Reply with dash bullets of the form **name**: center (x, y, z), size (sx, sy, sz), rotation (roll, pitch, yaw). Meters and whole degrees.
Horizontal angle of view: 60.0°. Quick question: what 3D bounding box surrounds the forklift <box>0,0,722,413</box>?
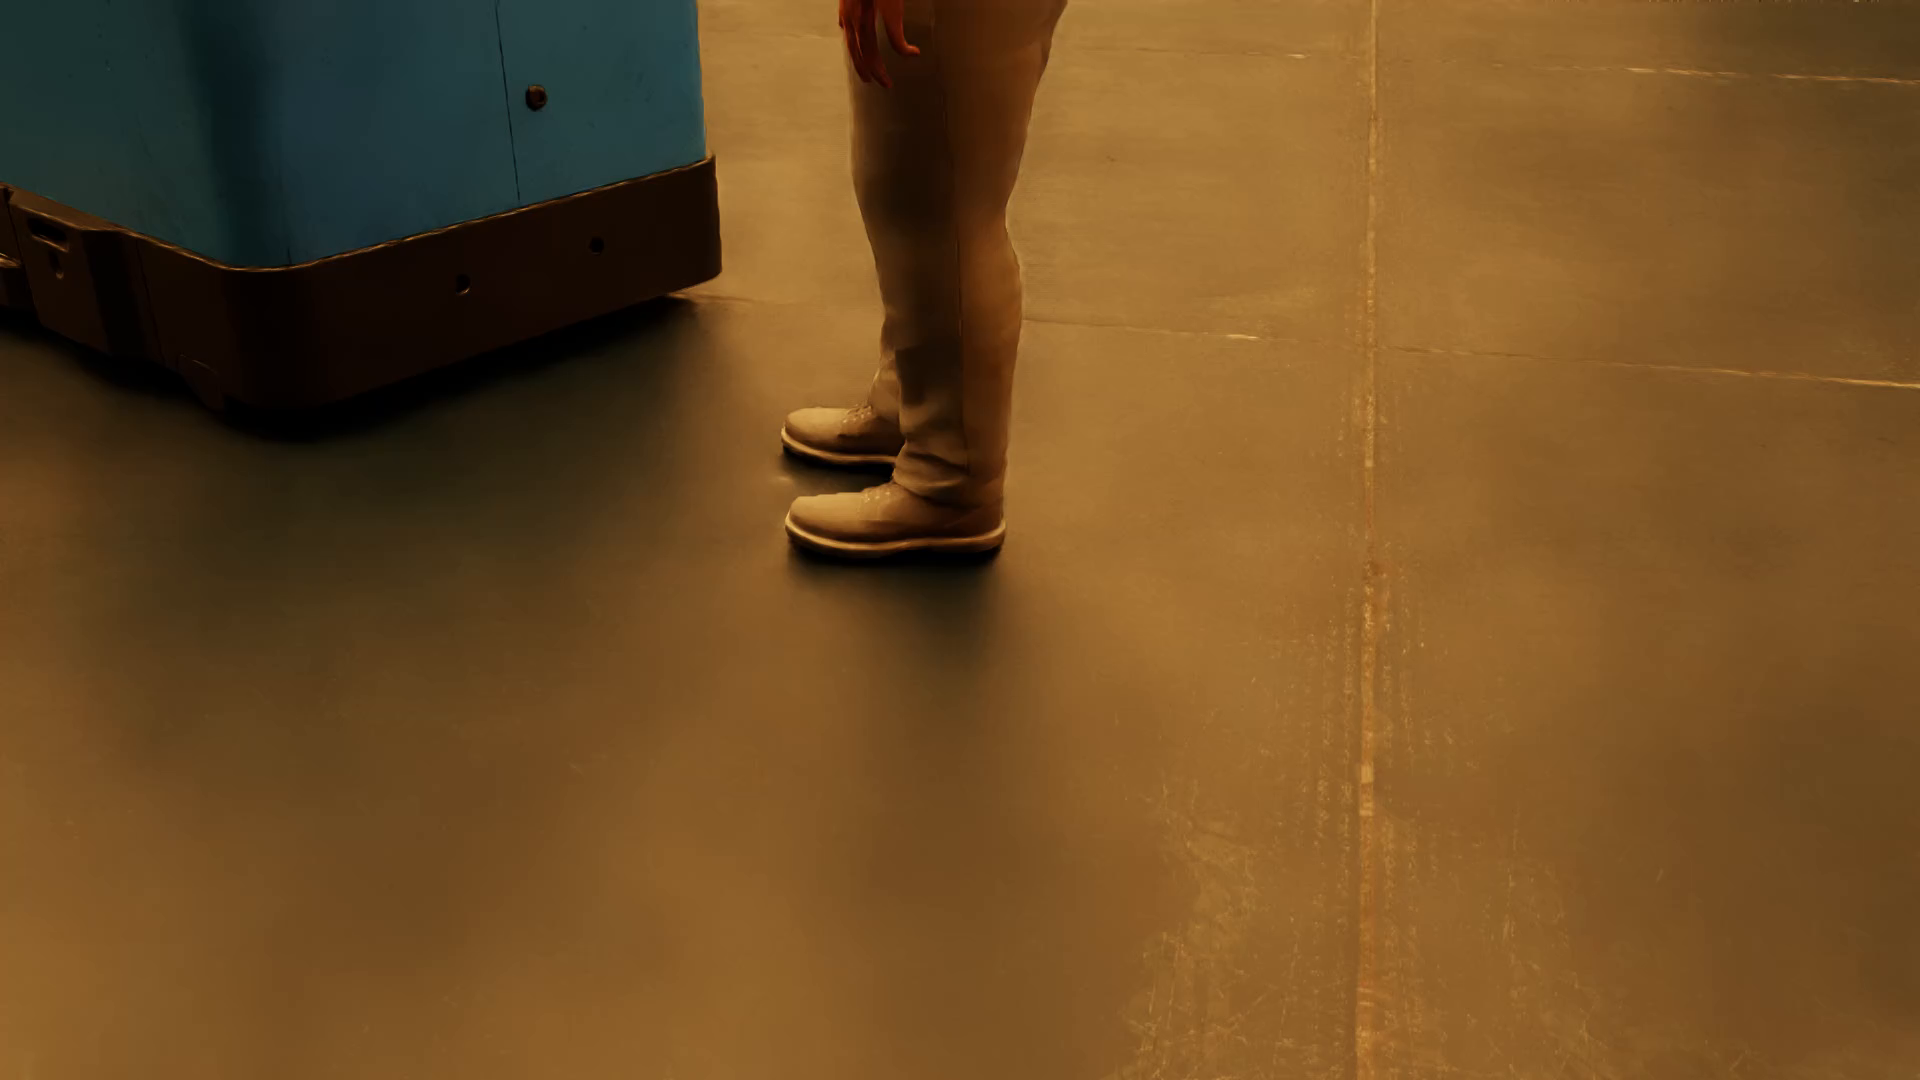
- **forklift**: center (-1.952, -2.058, 3.324), size (3.031, 2.935, 1.130), rotation (20, 33, 35)

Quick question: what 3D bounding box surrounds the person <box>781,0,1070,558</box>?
- **person**: center (16.238, -8.409, 9.178), size (28.165, 9.000, 26.738), rotation (6, 27, 11)
